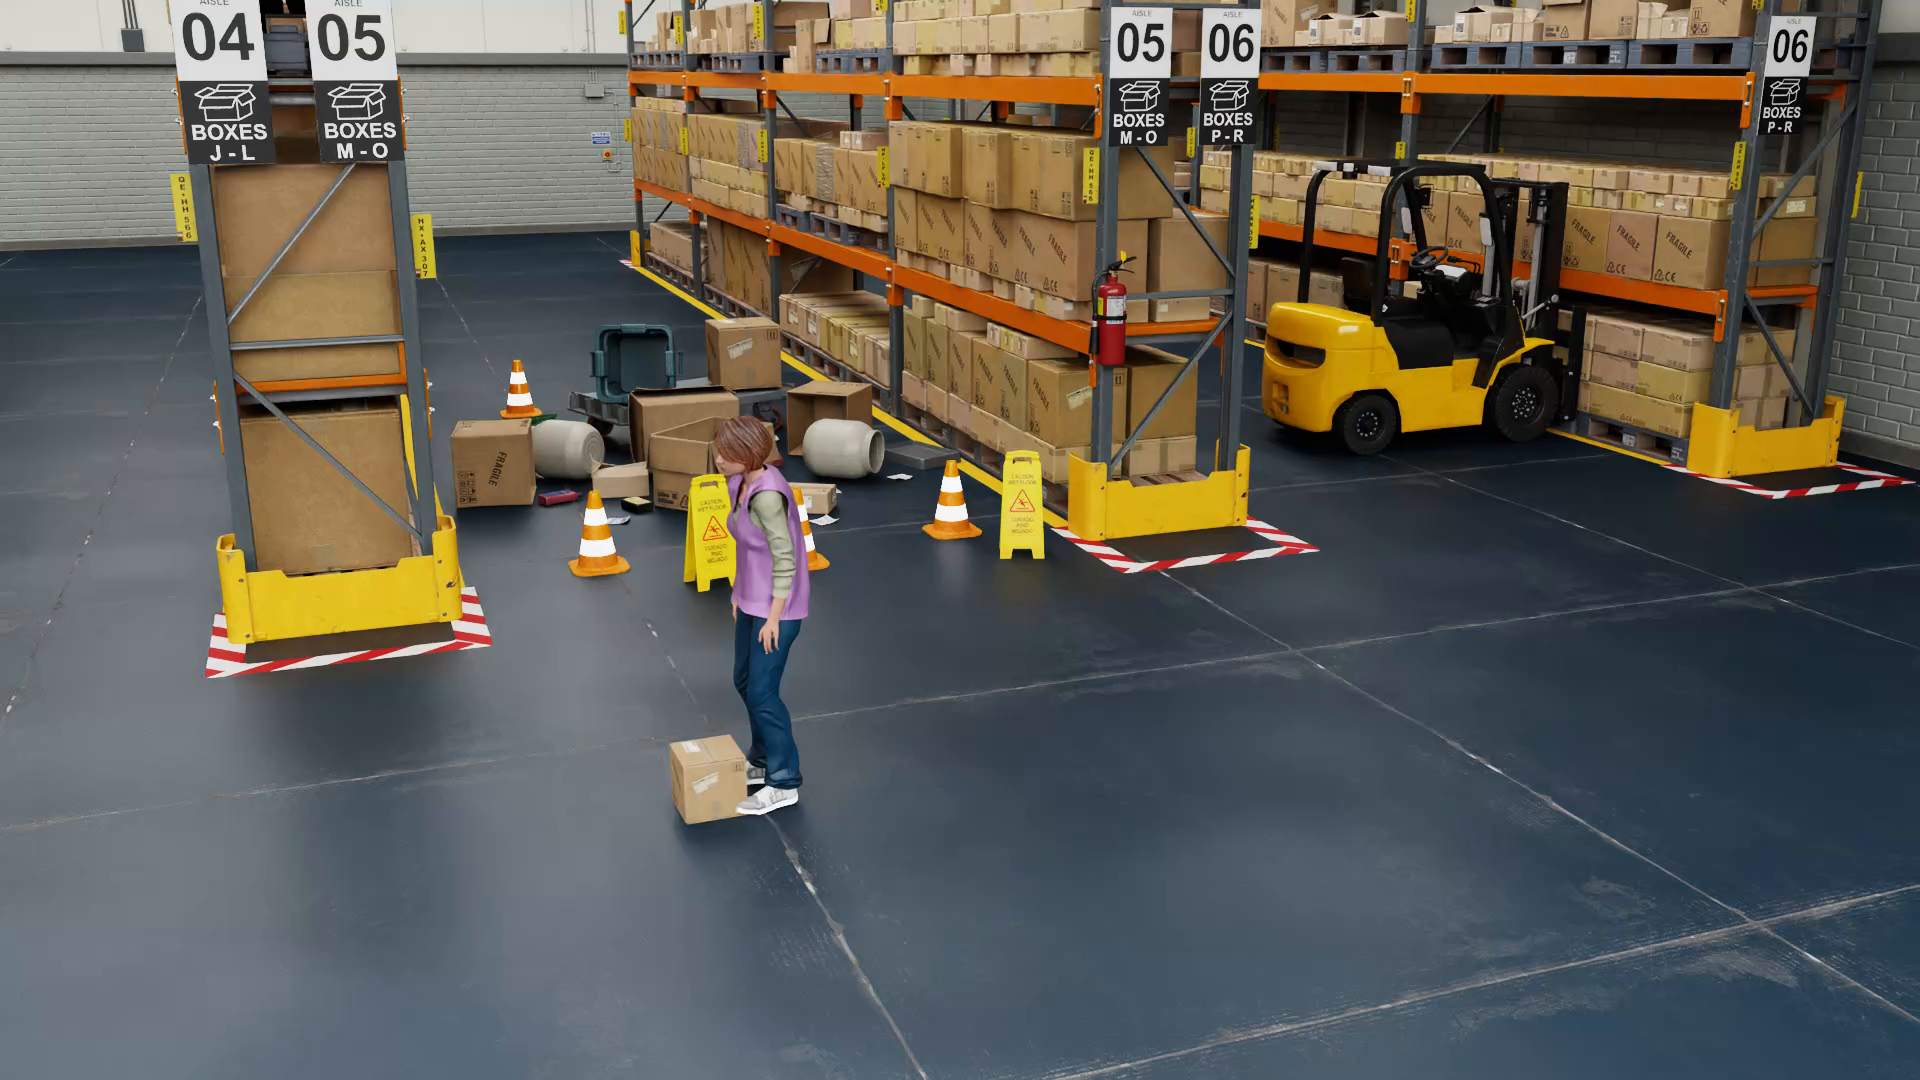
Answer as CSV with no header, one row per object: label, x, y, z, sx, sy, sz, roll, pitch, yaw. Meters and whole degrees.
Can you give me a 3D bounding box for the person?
person,-0.779,0.282,6.557,0.345,1.592,0.466,-7,17,-22
